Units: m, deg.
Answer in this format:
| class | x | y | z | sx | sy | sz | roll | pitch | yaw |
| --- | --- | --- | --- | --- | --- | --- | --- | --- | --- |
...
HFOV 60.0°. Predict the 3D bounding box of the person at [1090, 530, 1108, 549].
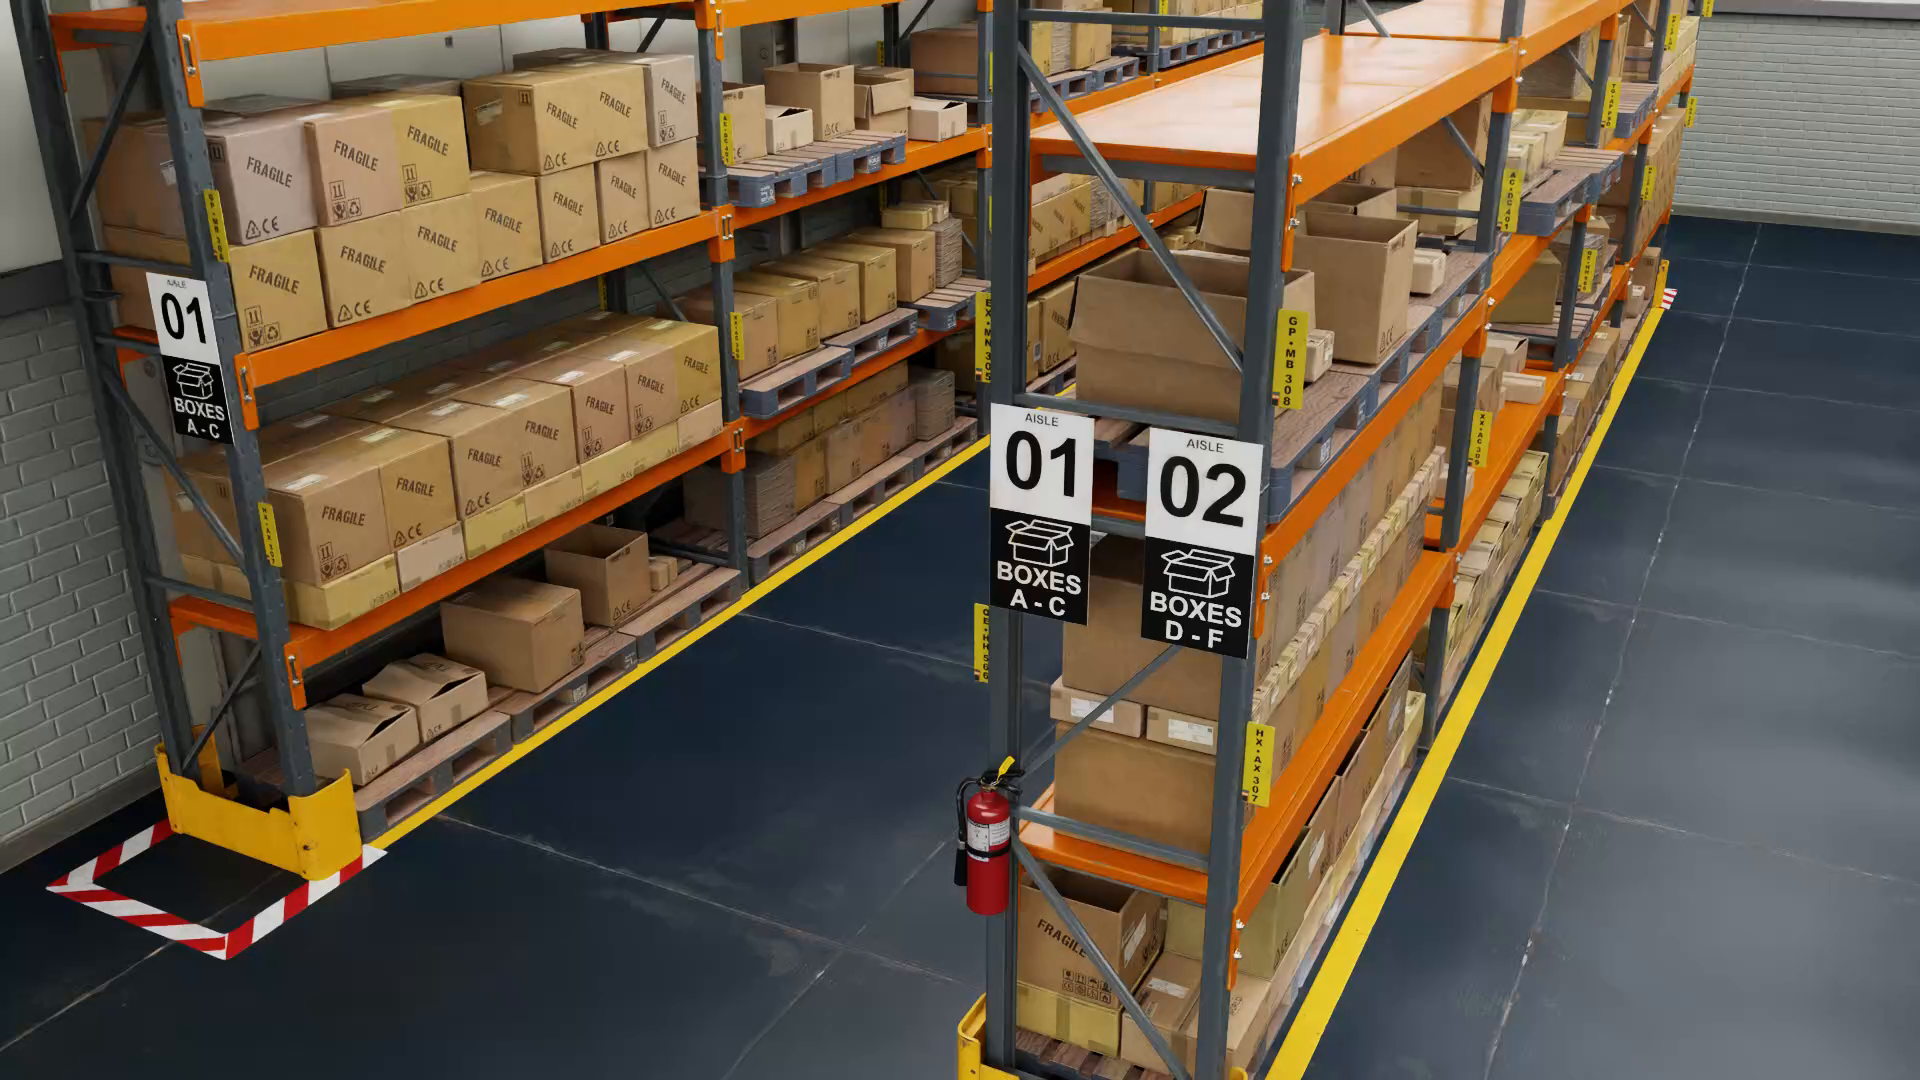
| class | x | y | z | sx | sy | sz | roll | pitch | yaw |
| --- | --- | --- | --- | --- | --- | --- | --- | --- | --- |
| person | 0.981 | -0.130 | 11.056 | 0.629 | 1.773 | 0.452 | 10 | 25 | 23 |
